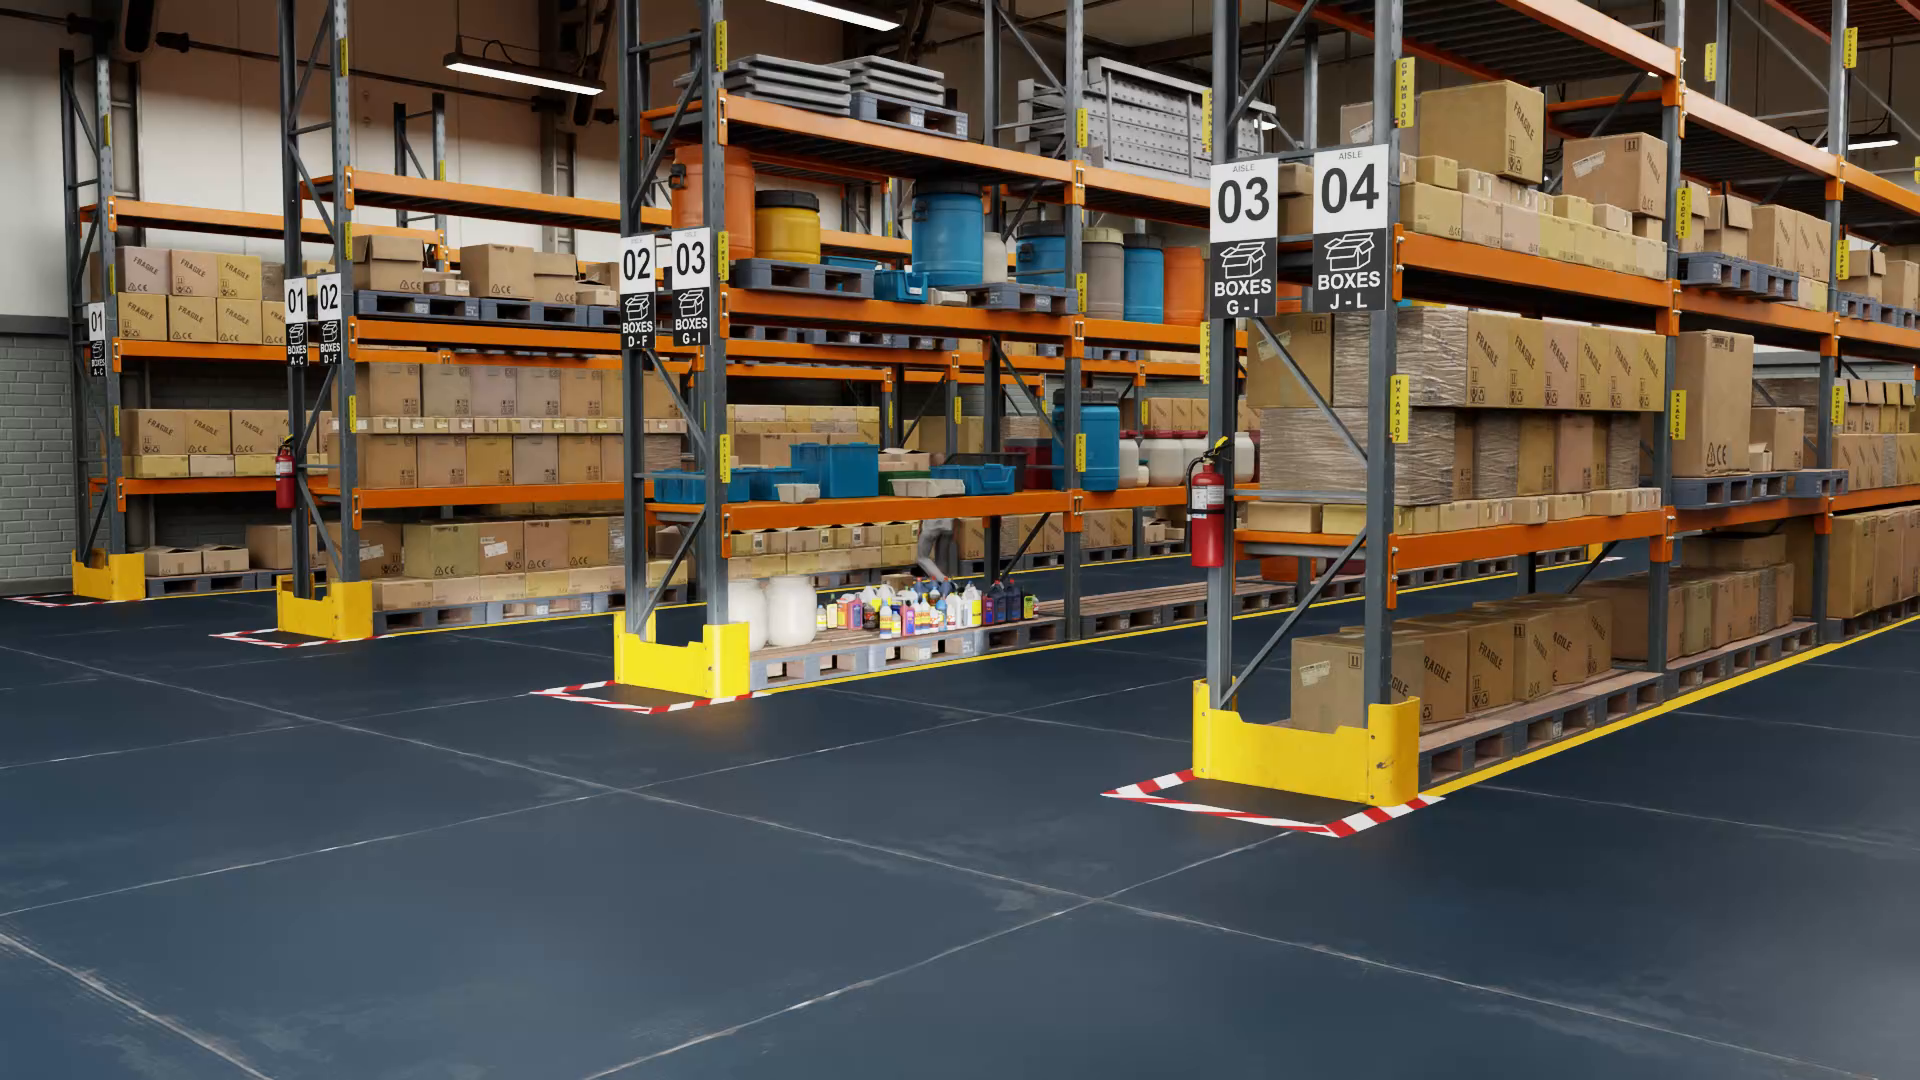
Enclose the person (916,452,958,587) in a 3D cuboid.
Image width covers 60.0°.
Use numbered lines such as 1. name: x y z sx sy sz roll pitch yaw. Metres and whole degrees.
1. person: -0.222 -0.109 17.126 0.439 1.589 0.557 -2 4 -24
